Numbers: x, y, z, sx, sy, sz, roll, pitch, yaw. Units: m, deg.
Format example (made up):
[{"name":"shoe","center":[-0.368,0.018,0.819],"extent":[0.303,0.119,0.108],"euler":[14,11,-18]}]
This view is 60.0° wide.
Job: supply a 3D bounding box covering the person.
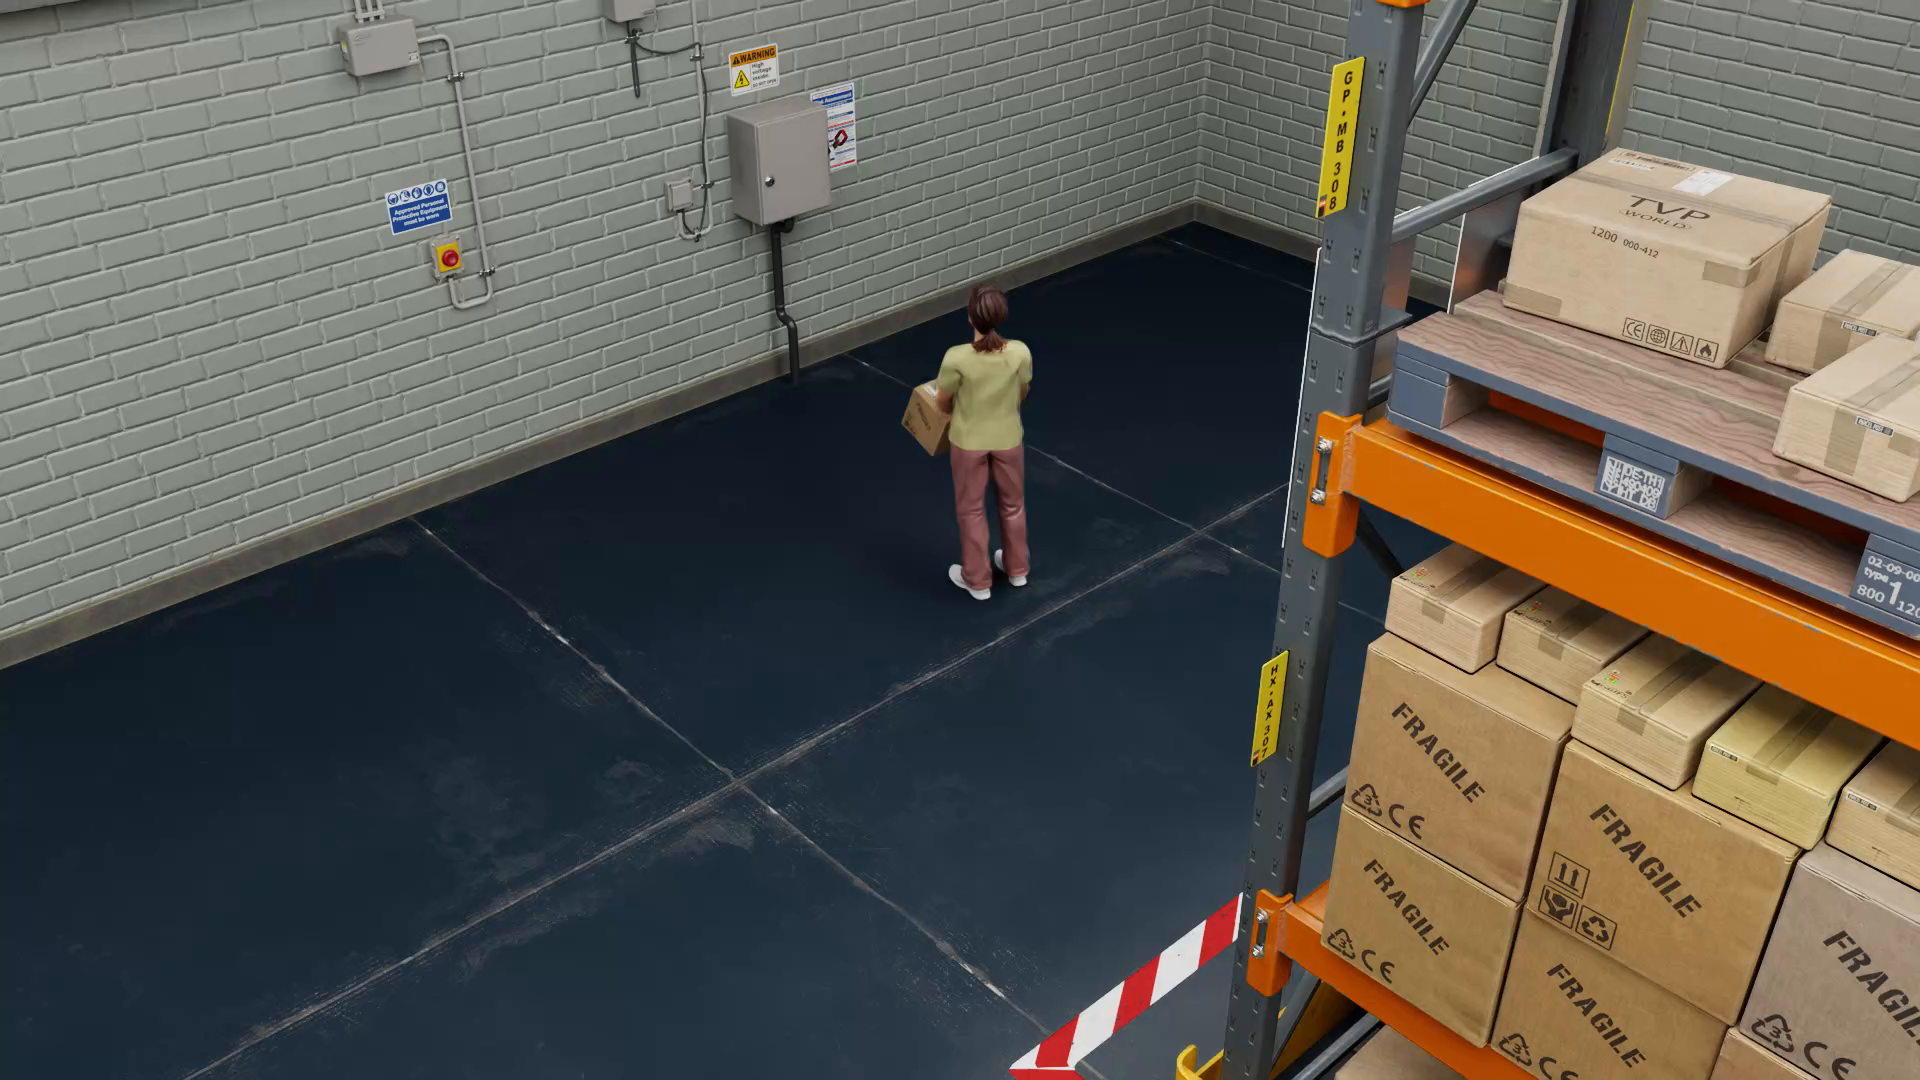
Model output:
[{"name":"person","center":[0.124,-0.477,7.910],"extent":[0.486,1.655,0.539],"euler":[1,32,2]}]
